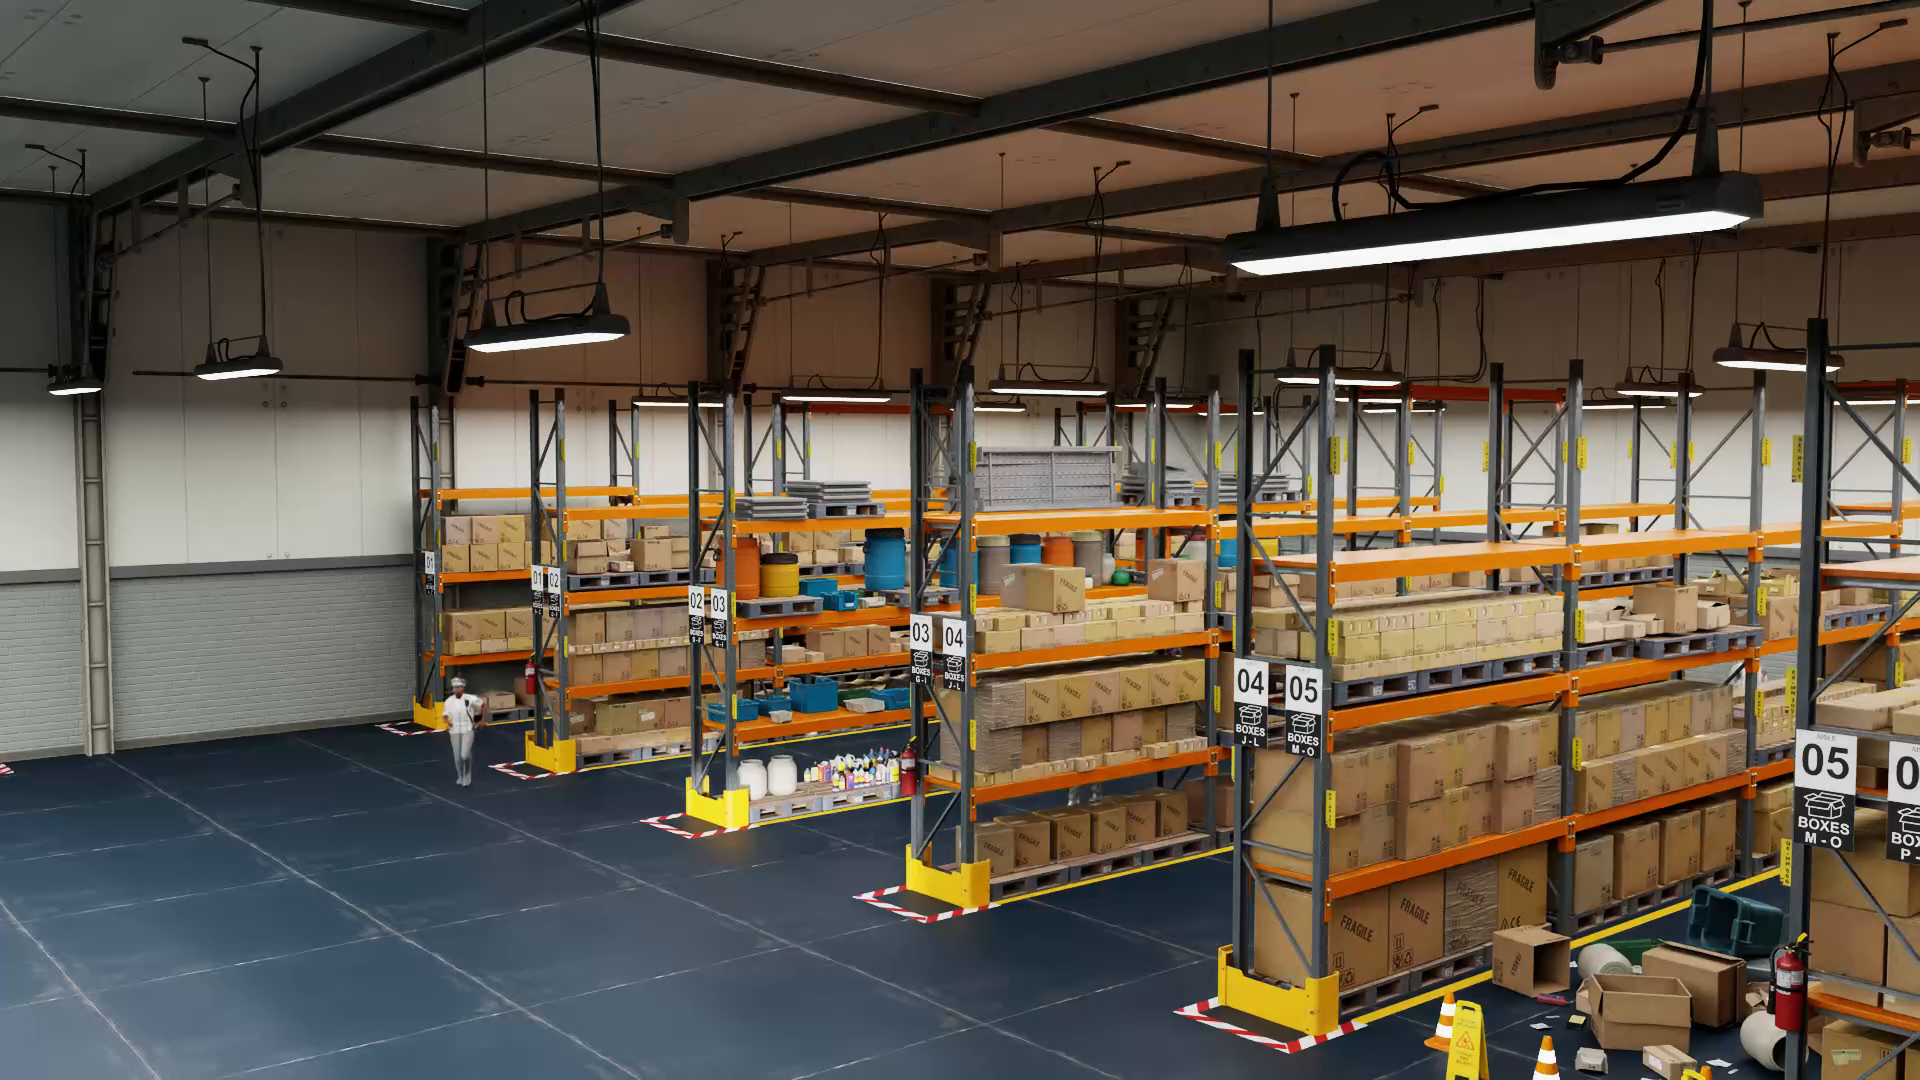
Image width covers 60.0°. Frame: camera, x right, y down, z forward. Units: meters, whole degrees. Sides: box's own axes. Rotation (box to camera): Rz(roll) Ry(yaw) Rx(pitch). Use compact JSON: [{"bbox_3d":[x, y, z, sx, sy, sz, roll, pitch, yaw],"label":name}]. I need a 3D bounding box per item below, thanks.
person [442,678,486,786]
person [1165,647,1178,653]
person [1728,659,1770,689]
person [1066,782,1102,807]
[{"bbox_3d":[-7.387,2.859,24.733,0.591,1.648,0.803,0,3,-2],"label":"person"},{"bbox_3d":[4.189,2.386,32.603,0.583,1.632,0.957,3,4,39],"label":"person"},{"bbox_3d":[13.335,2.649,28.110,0.723,1.741,0.773,0,3,5],"label":"person"},{"bbox_3d":[1.755,2.991,23.443,0.523,1.643,0.722,3,4,42],"label":"person"}]
